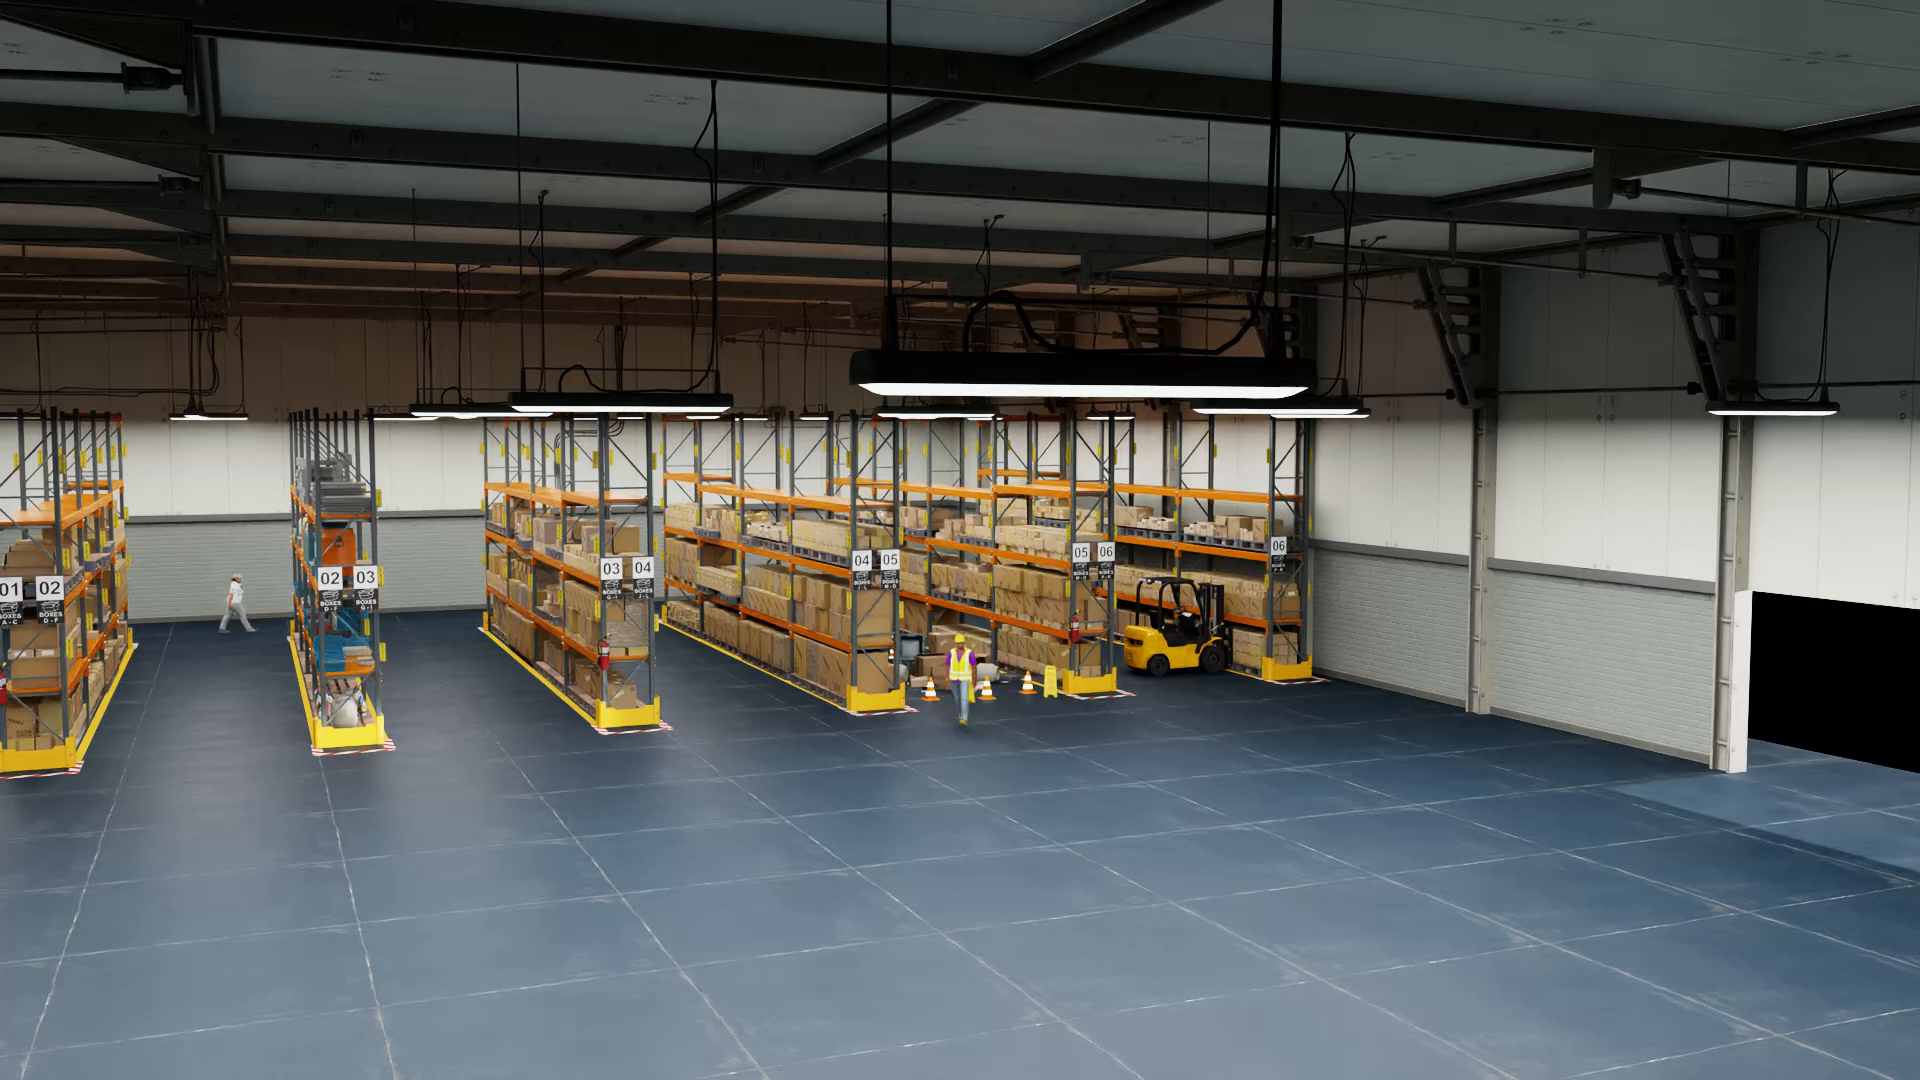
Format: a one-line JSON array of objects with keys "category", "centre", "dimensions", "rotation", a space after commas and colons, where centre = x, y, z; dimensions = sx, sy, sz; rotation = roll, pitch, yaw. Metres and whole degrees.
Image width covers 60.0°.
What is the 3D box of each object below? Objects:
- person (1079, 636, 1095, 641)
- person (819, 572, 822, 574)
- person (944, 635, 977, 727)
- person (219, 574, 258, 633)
[{"category": "person", "centre": [3.006, 2.167, 39.877], "dimensions": [0.582, 1.545, 0.722], "rotation": [-2, 4, -21]}, {"category": "person", "centre": [-3.739, 1.726, 44.819], "dimensions": [0.569, 1.716, 0.445], "rotation": [-2, 5, -32]}, {"category": "person", "centre": [-0.007, 2.641, 31.519], "dimensions": [0.583, 1.694, 1.104], "rotation": [1, 4, 19]}, {"category": "person", "centre": [-19.771, 1.715, 45.451], "dimensions": [0.968, 1.598, 0.482], "rotation": [-3, 5, -40]}]
